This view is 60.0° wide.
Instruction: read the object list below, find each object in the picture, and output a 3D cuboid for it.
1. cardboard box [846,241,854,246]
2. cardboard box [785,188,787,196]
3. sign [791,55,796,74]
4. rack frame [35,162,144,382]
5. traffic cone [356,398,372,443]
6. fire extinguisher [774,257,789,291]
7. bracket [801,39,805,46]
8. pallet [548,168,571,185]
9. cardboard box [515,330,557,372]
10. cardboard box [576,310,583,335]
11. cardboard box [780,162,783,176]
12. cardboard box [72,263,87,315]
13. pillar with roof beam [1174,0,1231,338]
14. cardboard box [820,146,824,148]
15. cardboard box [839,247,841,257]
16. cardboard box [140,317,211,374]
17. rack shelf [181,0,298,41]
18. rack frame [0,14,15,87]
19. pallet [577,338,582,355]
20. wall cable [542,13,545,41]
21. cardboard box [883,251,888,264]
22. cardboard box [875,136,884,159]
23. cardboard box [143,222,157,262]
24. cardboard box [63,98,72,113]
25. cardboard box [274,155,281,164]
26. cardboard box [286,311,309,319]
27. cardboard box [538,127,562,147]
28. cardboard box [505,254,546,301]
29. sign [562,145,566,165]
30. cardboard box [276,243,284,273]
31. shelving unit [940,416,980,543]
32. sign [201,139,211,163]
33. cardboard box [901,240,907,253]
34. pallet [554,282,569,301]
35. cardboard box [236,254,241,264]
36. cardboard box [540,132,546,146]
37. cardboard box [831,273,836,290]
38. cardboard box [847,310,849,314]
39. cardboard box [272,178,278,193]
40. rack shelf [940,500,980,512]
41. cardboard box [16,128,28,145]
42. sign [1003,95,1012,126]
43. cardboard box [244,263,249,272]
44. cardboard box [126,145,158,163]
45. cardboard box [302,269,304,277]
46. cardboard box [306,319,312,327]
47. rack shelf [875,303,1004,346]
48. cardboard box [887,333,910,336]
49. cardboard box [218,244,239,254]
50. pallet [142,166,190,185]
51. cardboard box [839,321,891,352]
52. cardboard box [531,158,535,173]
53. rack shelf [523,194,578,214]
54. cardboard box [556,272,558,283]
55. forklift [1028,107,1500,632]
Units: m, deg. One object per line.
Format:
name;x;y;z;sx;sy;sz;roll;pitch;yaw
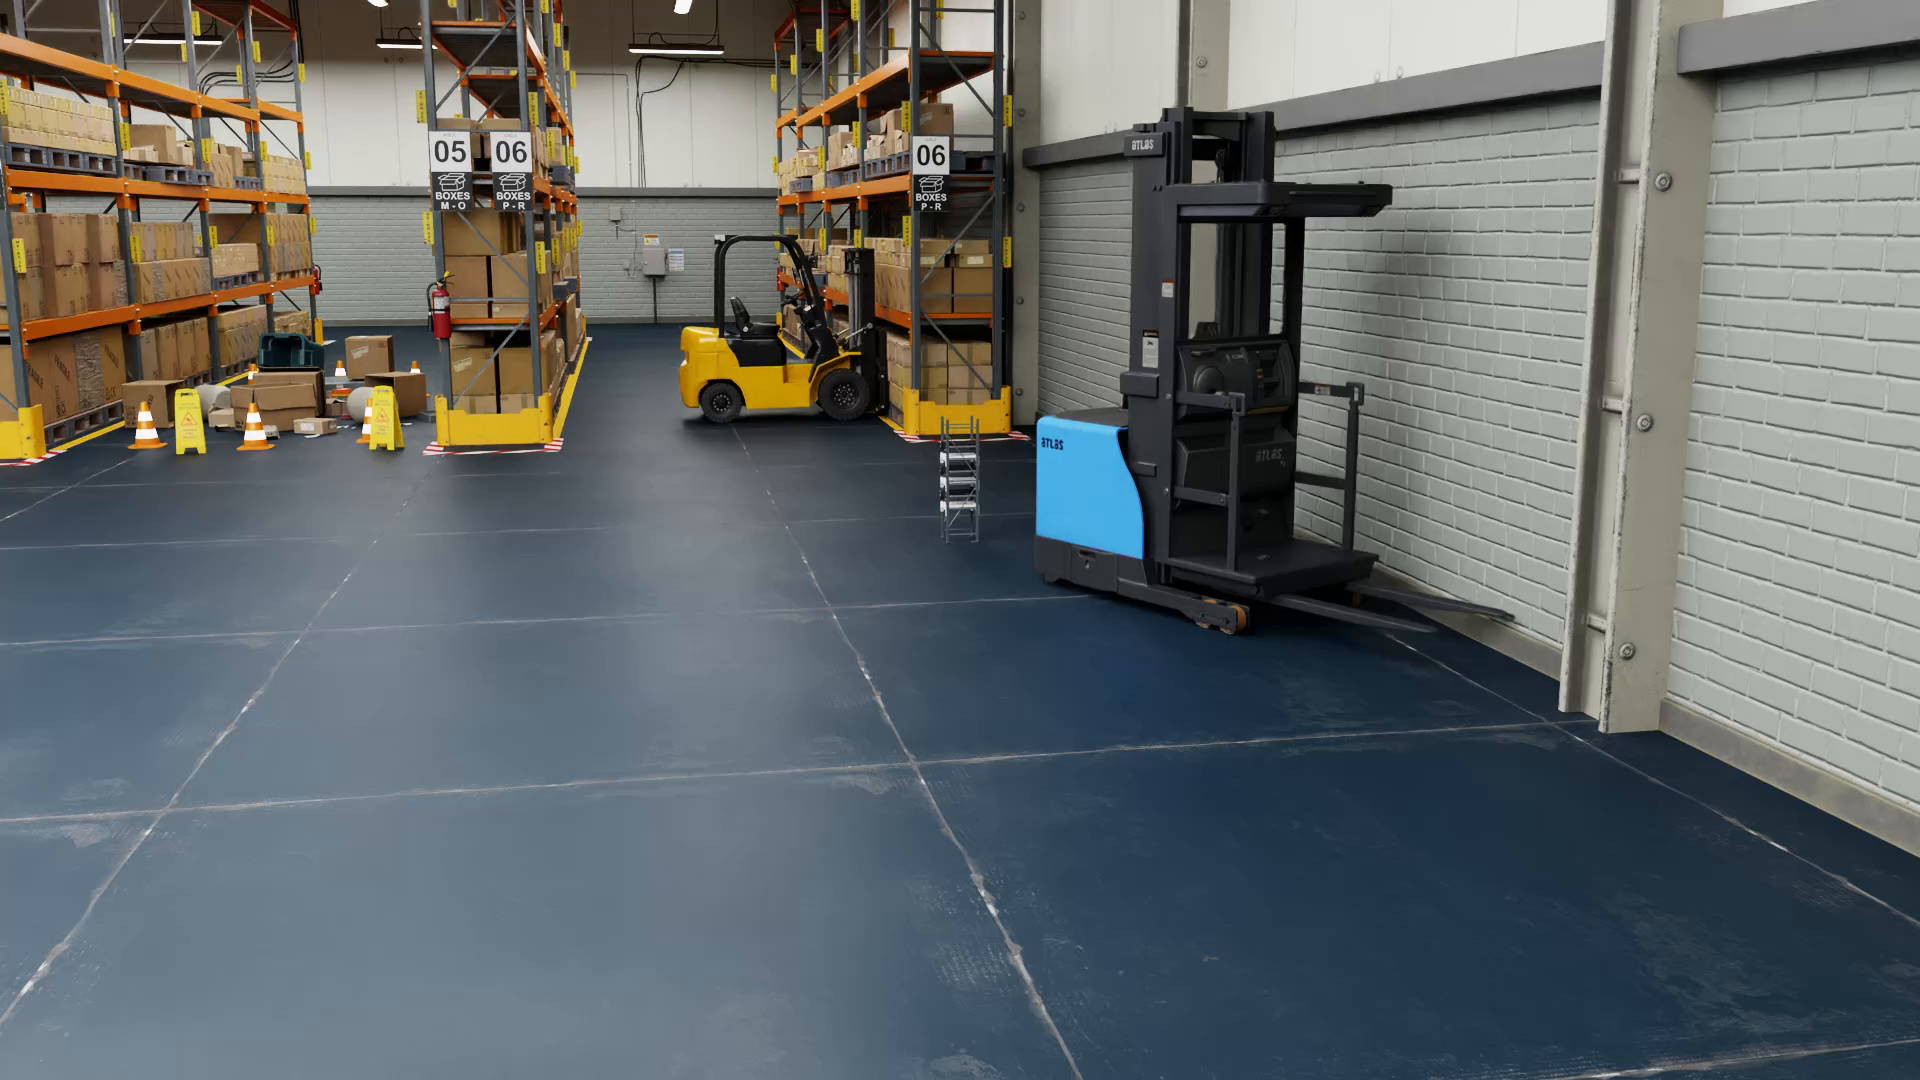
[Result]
cardboard box;-1.538;-4.498;26.417;0.500;0.500;0.500;-2;11;-8
cardboard box;-3.110;-6.609;31.545;0.380;0.149;0.250;-2;11;-11
sign;-2.905;-8.305;29.053;0.100;0.325;0.005;-2;11;-11
rack frame;-10.517;-3.029;20.091;1.000;3.000;0.127;-2;11;-11
traffic cone;-6.252;-1.280;17.684;0.336;0.463;0.334;-2;11;-11
fire extinguisher;-3.629;-5.399;33.745;0.296;0.674;0.183;-2;11;-11
bracket;-3.760;-11.428;38.546;0.076;0.066;5.218;-2;11;-11
pallet;-5.902;-4.916;22.485;1.213;0.211;1.003;-2;11;-11
cardboard box;-5.303;-2.353;20.763;0.500;0.500;0.500;-2;11;-12
cardboard box;-7.602;-4.092;31.400;0.875;0.438;0.875;-2;11;-9
cardboard box;-3.227;-7.217;32.339;0.500;0.250;0.500;-2;11;-11
cardboard box;-10.113;-2.739;18.163;0.875;0.550;0.500;-2;11;-11
pillar with roof beam;-2.342;-4.526;11.909;9.100;9.000;0.400;-2;11;-11
cardboard box;-2.242;-6.778;29.141;0.396;0.266;0.258;-2;11;-12
cardboard box;-1.557;-4.205;24.265;0.380;0.149;0.250;-2;11;-10
cardboard box;-11.265;-2.749;23.512;1.050;0.750;0.750;-2;11;-12
rack shelf;-12.462;-9.090;28.922;1.077;0.370;4.000;-2;11;-11
rack frame;-17.736;-8.016;30.243;1.000;3.000;0.127;-2;11;-11
pallet;-7.308;-3.468;29.851;1.003;0.211;1.213;-2;11;-11
wall cable;-10.425;-12.612;36.744;2.355;3.000;0.029;-2;11;-11
cardboard box;-0.728;-3.425;20.165;0.380;0.149;0.250;-2;11;-12
cardboard box;-0.822;-4.789;20.281;0.396;0.266;0.258;-2;11;-12
cardboard box;-10.819;-3.848;21.447;0.700;0.500;0.500;-2;11;-11
cardboard box;-9.837;-4.693;17.956;0.380;0.149;0.250;-2;11;-10
cardboard box;-12.101;-6.643;29.051;0.380;0.149;0.250;-2;11;-8
cardboard box;-12.499;-4.241;31.364;0.380;0.149;0.250;-2;11;-10
cardboard box;-5.509;-5.293;21.899;0.500;0.250;0.500;-2;11;-12
cardboard box;-4.827;-2.881;18.250;0.500;0.500;0.500;-2;11;-9
sign;-5.927;-5.708;24.761;0.100;0.325;0.005;-2;11;-11
cardboard box;-12.025;-4.882;28.763;0.500;0.500;0.500;-2;11;-11
shelving unit;-0.002;-0.444;12.120;0.258;0.900;0.210;-2;11;-11
sign;-10.749;-5.548;23.707;0.100;0.325;0.005;-2;11;-11
cardboard box;-0.467;-3.339;18.917;0.380;0.149;0.250;-2;11;-10
pallet;-5.687;-3.279;21.916;1.003;0.211;1.213;-2;11;-11
cardboard box;-11.542;-4.418;26.141;0.380;0.149;0.250;-2;11;-11
cardboard box;-5.138;-4.781;19.810;0.380;0.149;0.250;-2;11;-9
cardboard box;-1.651;-3.886;24.994;0.500;0.250;0.500;-2;11;-12
cardboard box;-1.691;-3.782;27.872;0.380;0.149;0.250;-2;11;-11
cardboard box;-12.011;-6.083;28.510;0.500;0.250;0.500;-2;11;-12
rack shelf;-0.002;-0.234;12.160;0.258;0.077;0.200;-2;11;-11
cardboard box;-9.542;-4.023;16.568;0.380;0.149;0.250;-2;11;-10
sign;0.511;-4.636;17.962;0.100;0.325;0.005;-2;11;-11
cardboard box;-11.655;-4.375;26.707;0.380;0.149;0.250;-3;11;-14
cardboard box;-10.673;-5.043;21.618;0.396;0.266;0.258;-2;11;-11
cardboard box;-12.435;-4.965;30.932;0.380;0.149;0.250;-2;11;-12
cardboard box;-12.468;-4.096;31.399;0.380;0.149;0.250;-2;11;-13
rack shelf;-0.424;-2.689;20.226;1.077;0.370;4.000;-2;11;-11
cardboard box;-0.735;-2.374;20.205;0.500;0.250;0.500;-2;11;-12
cardboard box;-11.551;-4.566;26.122;0.380;0.149;0.250;-3;11;-14
pallet;-10.897;-4.823;21.995;1.003;0.211;1.213;-2;11;-8
cardboard box;-1.348;-2.948;24.891;0.875;0.625;0.625;-2;11;-9
cardboard box;-4.649;-3.917;17.404;0.380;0.149;0.250;-2;11;-11
rack shelf;-7.626;-6.182;30.557;1.077;0.370;4.000;-2;11;-11
cardboard box;-5.519;-3.470;21.953;0.380;0.149;0.250;-2;11;-10
forklift;1.732;-1.019;9.713;1.130;2.935;3.031;-8;13;-37
